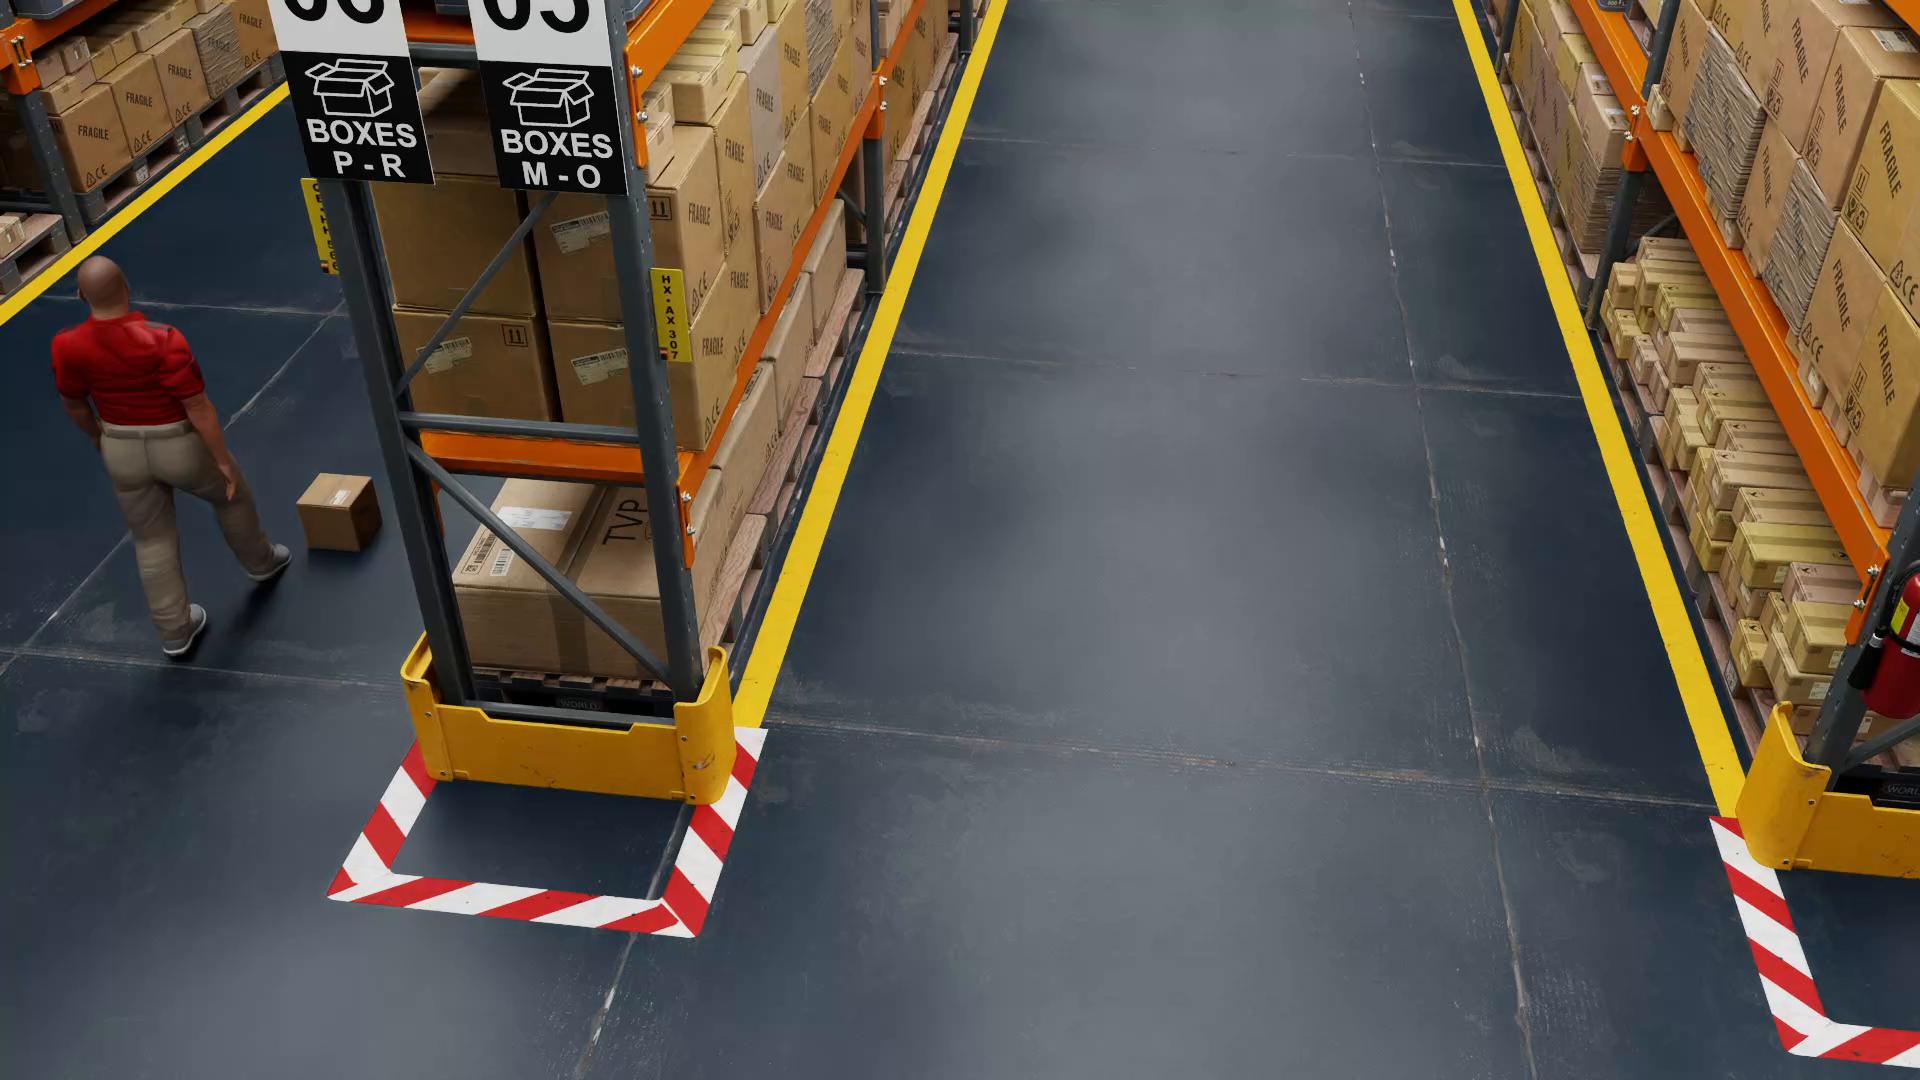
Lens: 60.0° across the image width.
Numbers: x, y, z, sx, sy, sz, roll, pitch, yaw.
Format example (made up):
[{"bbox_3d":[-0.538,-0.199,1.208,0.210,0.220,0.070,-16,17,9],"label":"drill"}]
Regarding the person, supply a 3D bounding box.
[{"bbox_3d":[-3.210,-0.410,6.728,0.604,1.734,0.786,-4,36,-6],"label":"person"}]
